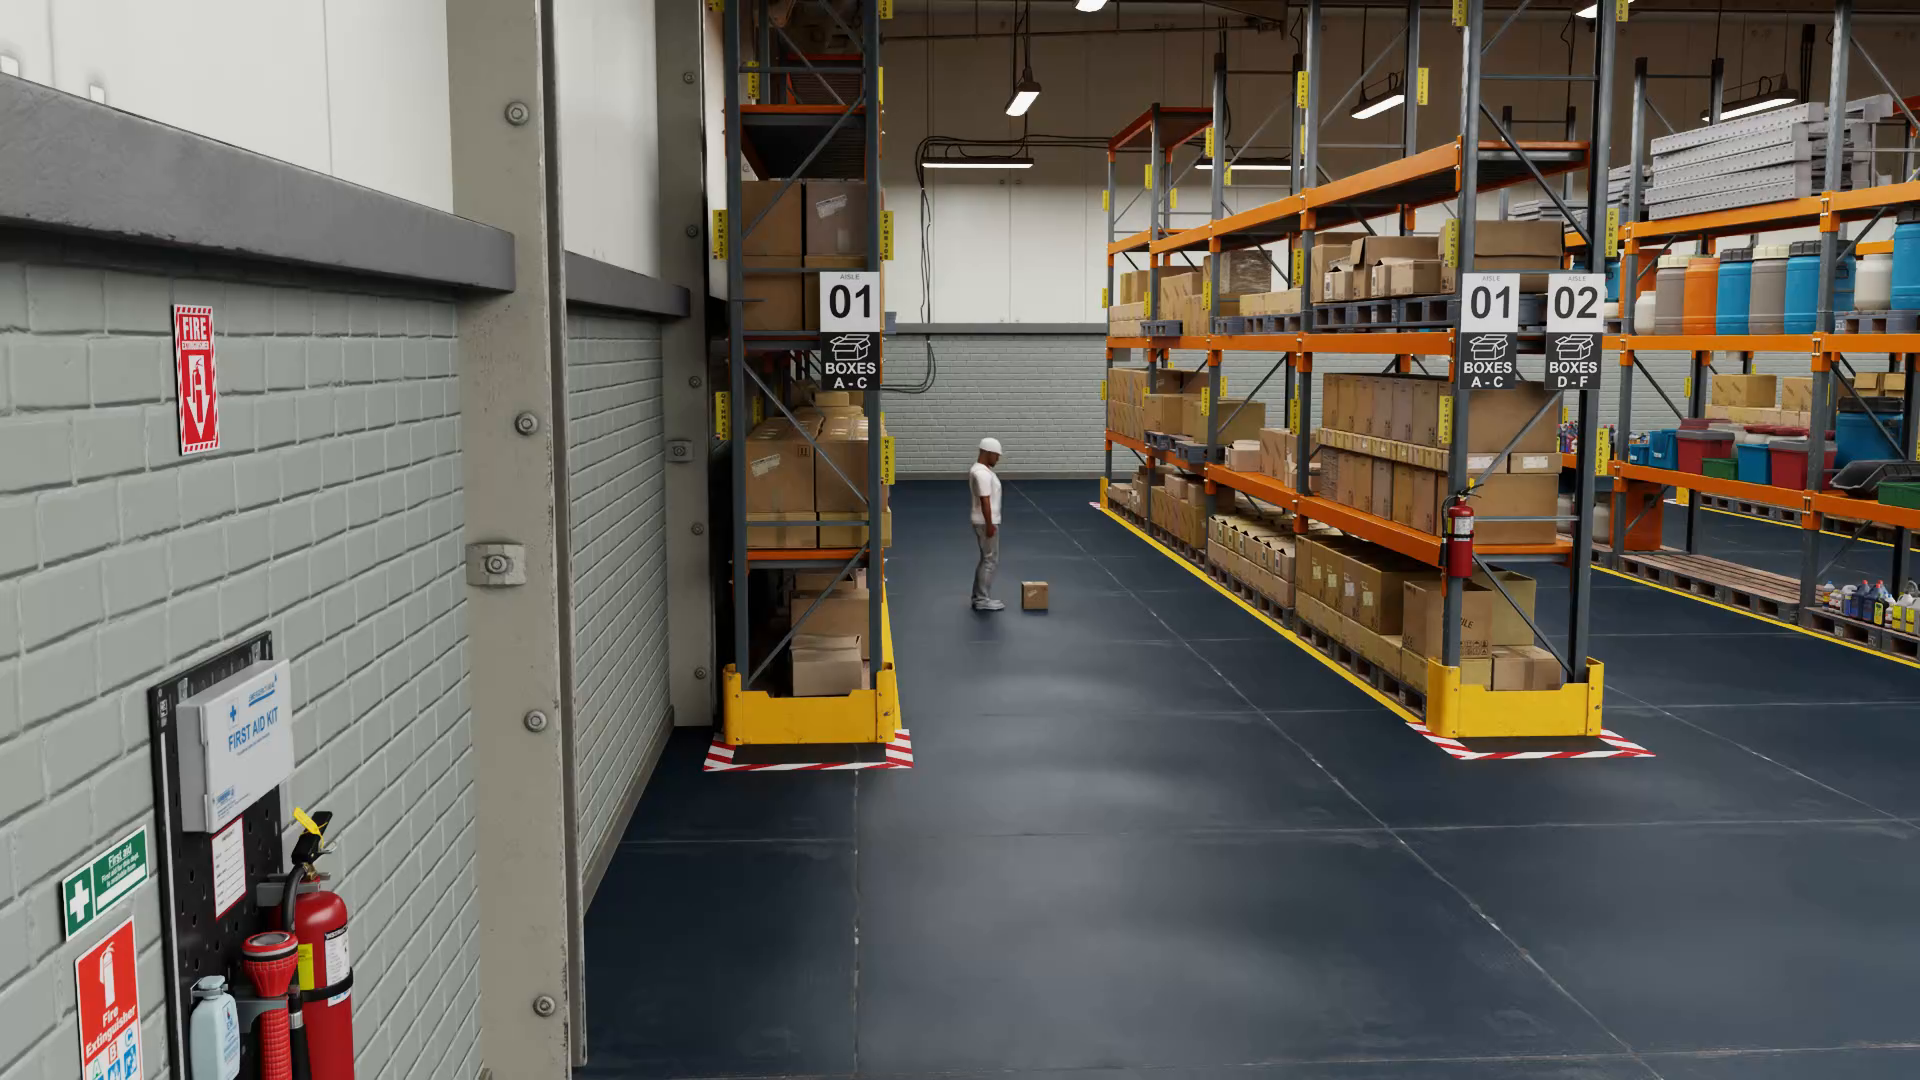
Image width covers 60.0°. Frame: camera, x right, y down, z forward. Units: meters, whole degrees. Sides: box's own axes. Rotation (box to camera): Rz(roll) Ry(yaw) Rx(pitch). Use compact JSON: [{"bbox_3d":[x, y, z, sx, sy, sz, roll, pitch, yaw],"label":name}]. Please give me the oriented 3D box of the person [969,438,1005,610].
[{"bbox_3d":[0.275,-0.174,17.130,0.373,1.757,0.569,0,7,-3],"label":"person"}]
